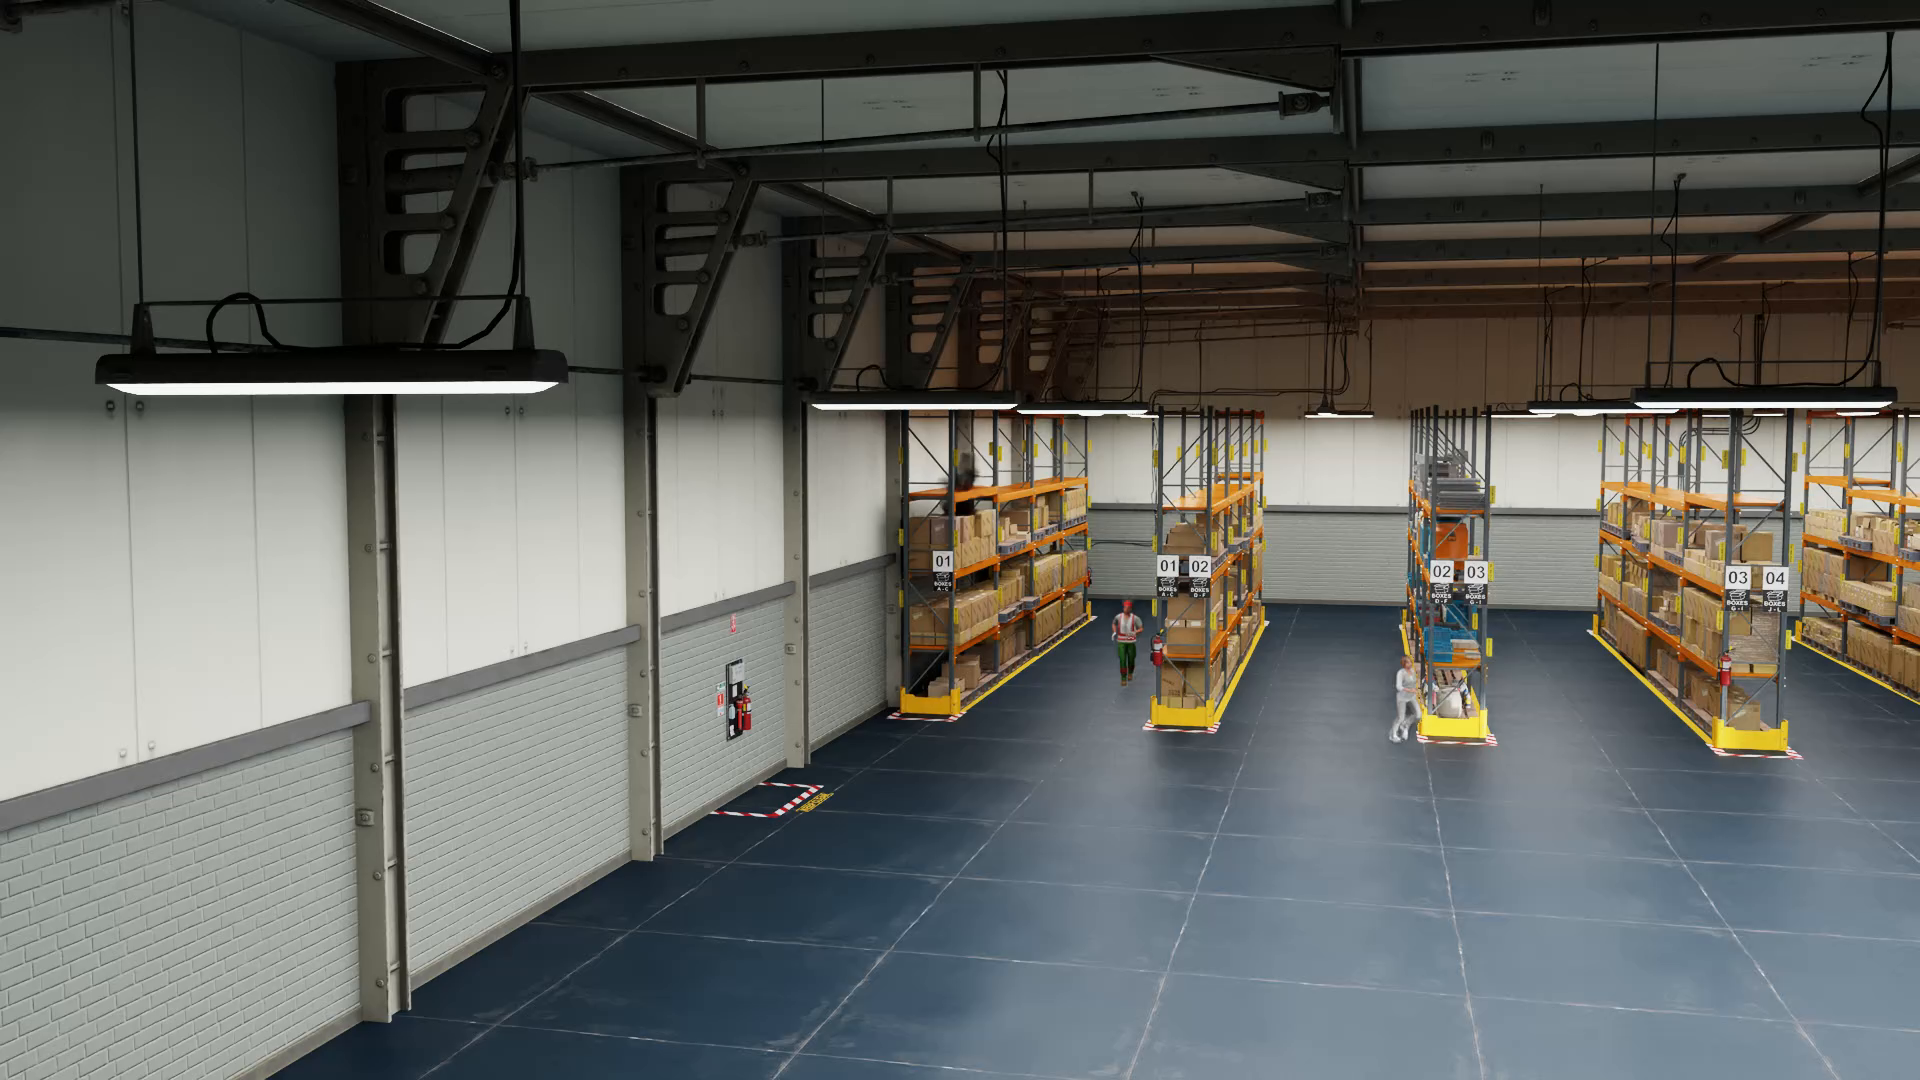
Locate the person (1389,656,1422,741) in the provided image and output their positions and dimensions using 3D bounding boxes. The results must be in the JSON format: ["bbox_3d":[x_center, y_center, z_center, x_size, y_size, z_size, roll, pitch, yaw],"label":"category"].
[{"bbox_3d":[7.919,2.819,29.406,0.560,1.549,0.741,-2,4,-23],"label":"person"}]

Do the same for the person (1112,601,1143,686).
[{"bbox_3d":[3.557,2.179,35.372,0.673,1.778,0.872,1,4,10],"label":"person"}]
